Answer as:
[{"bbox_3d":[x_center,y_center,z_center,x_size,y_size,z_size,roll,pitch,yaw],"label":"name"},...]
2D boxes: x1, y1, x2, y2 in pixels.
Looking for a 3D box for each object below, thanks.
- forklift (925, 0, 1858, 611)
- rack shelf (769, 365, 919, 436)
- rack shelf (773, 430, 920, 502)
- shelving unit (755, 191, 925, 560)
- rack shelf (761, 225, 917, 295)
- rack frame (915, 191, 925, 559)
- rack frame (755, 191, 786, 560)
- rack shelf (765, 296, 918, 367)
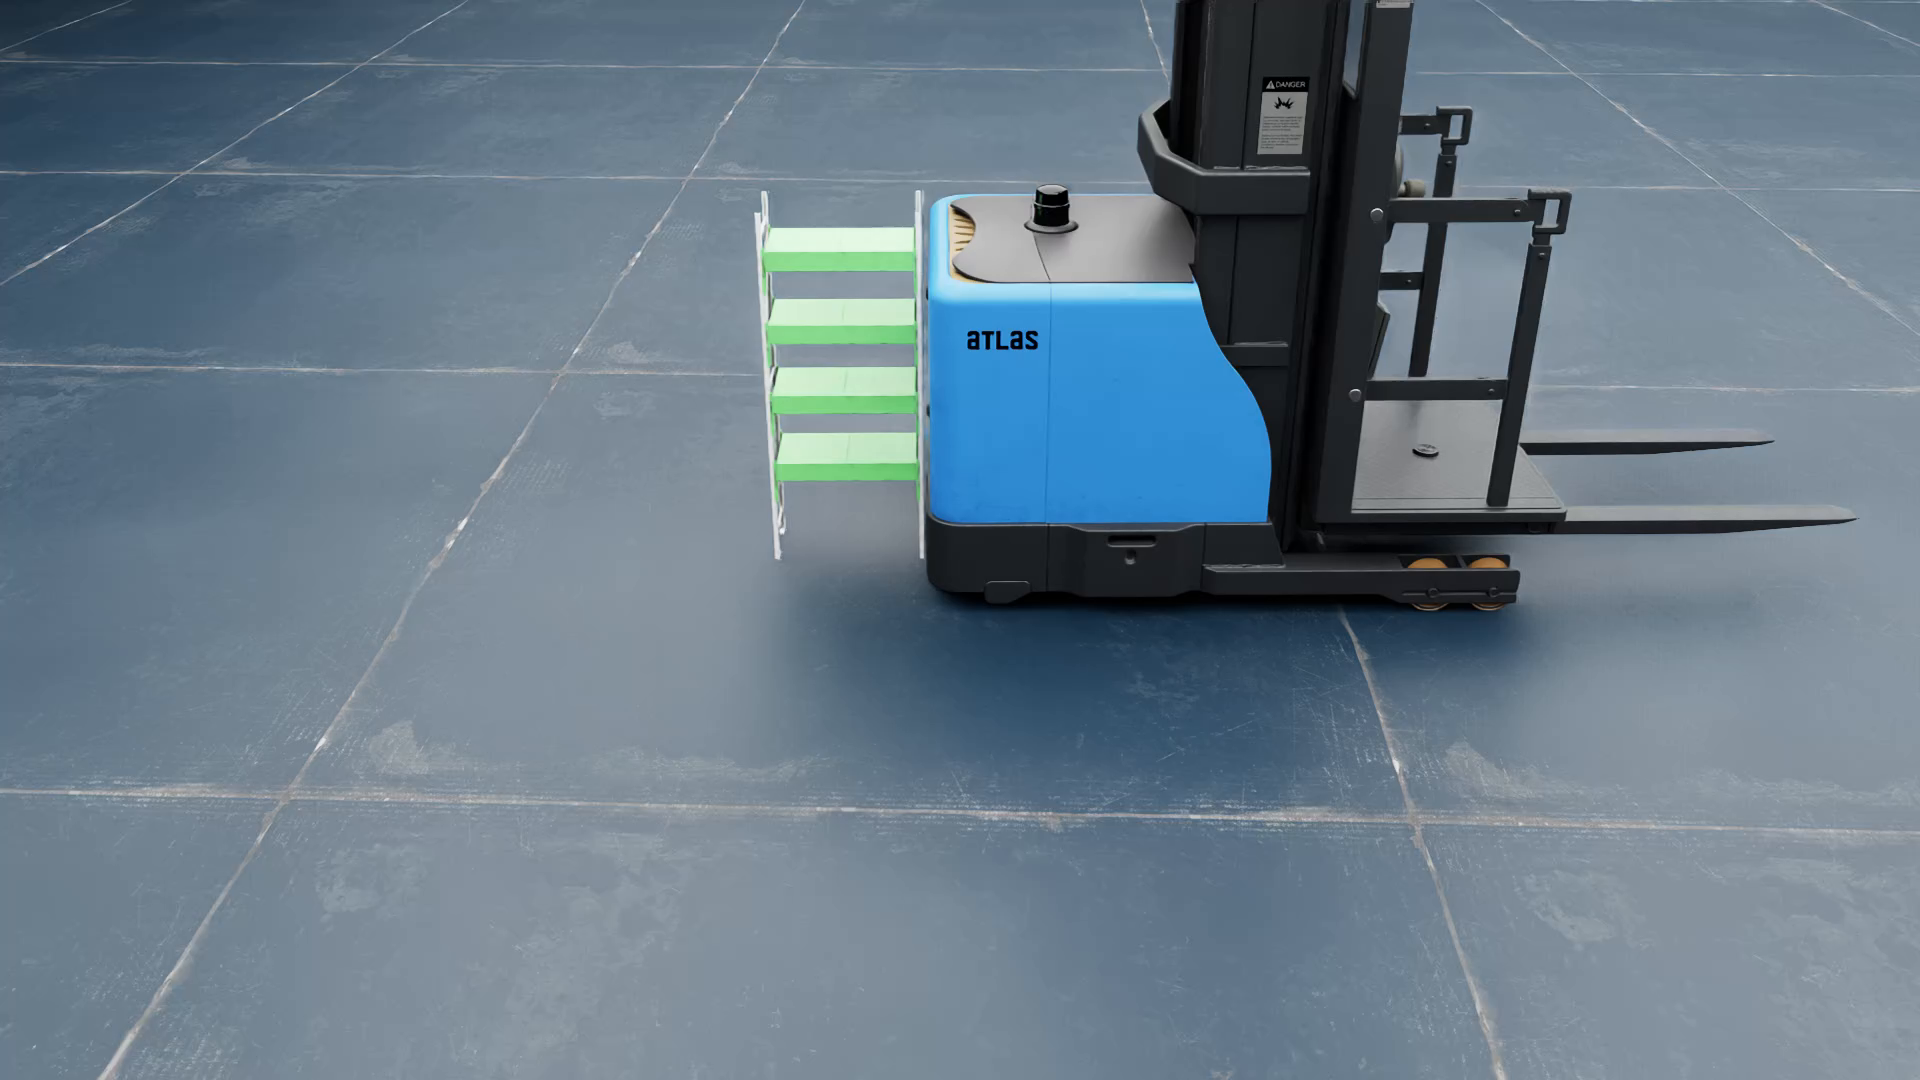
[{"bbox_3d":[1.405,-1.317,5.106,3.031,2.935,1.130,0,28,-1],"label":"forklift"},{"bbox_3d":[-0.374,-0.464,5.480,0.480,0.148,0.258,0,28,-1],"label":"rack shelf"},{"bbox_3d":[-0.374,-0.252,5.593,0.480,0.148,0.258,0,28,-1],"label":"rack shelf"},{"bbox_3d":[-0.374,-0.520,5.450,0.503,1.200,0.258,0,28,-1],"label":"shelving unit"},{"bbox_3d":[-0.374,-0.888,5.256,0.480,0.148,0.258,0,28,-1],"label":"rack shelf"},{"bbox_3d":[-0.130,-0.522,5.453,0.015,1.200,0.240,0,28,-1],"label":"rack frame"},{"bbox_3d":[-0.618,-0.519,5.448,0.015,1.200,0.240,0,28,-1],"label":"rack frame"},{"bbox_3d":[-0.374,-0.676,5.368,0.480,0.148,0.258,0,28,-1],"label":"rack shelf"}]
